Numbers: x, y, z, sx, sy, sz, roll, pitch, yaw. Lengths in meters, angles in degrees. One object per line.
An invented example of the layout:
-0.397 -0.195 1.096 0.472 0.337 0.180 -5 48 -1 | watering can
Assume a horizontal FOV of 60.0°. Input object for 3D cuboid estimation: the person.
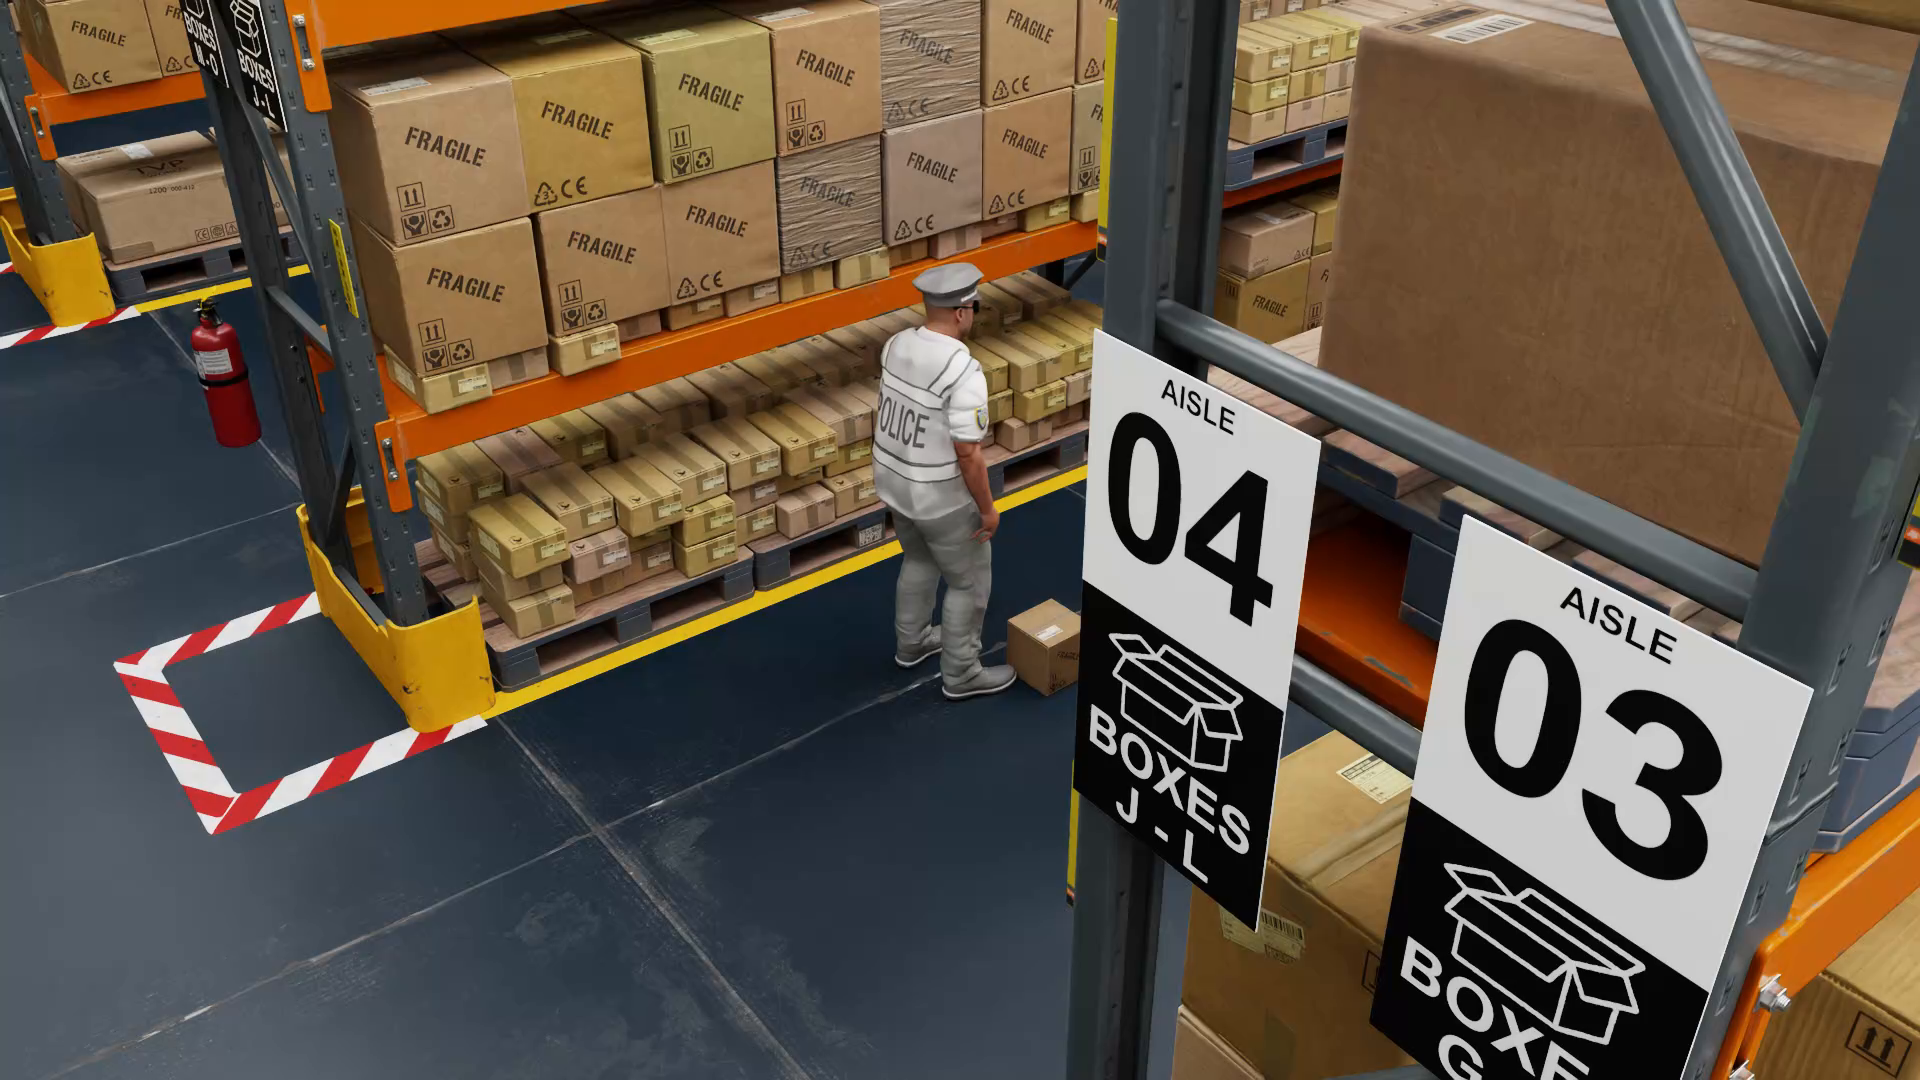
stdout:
-0.093 -0.203 6.454 0.435 1.748 0.587 -23 39 -33 | person
